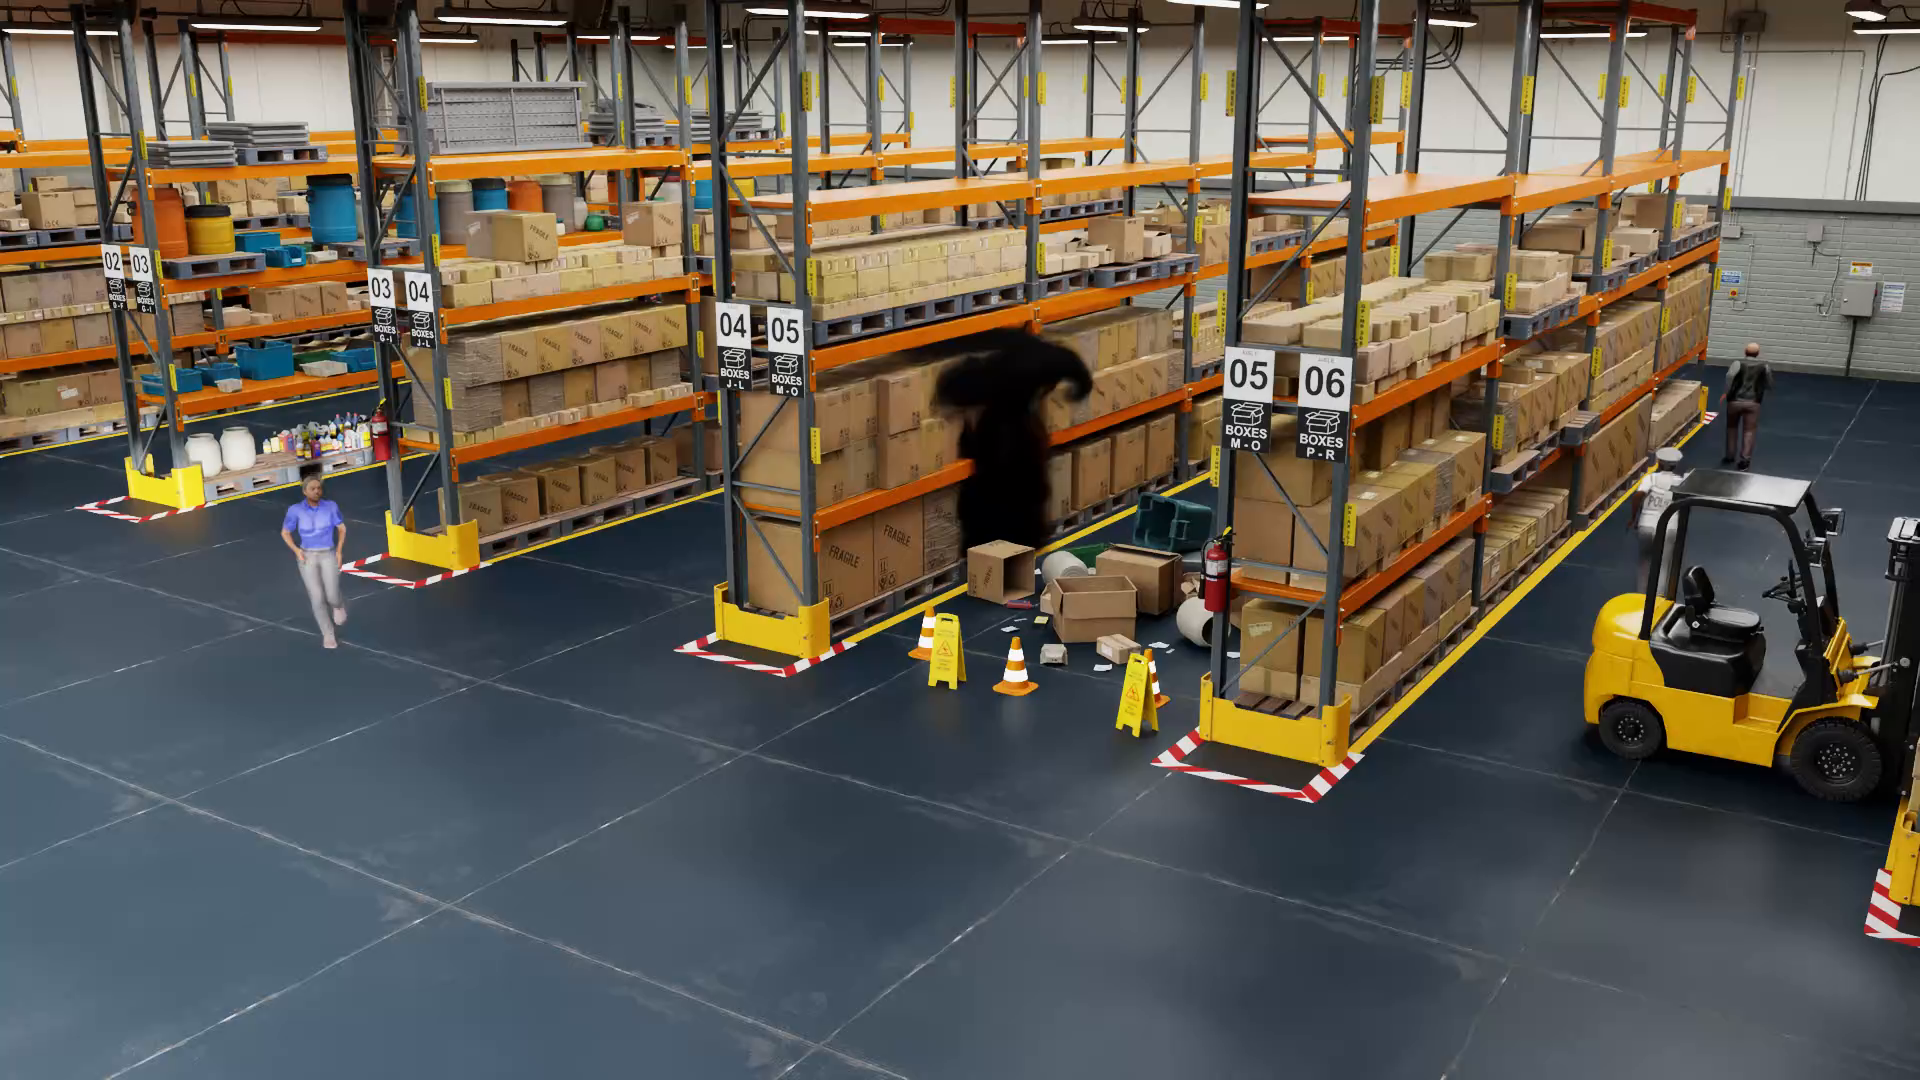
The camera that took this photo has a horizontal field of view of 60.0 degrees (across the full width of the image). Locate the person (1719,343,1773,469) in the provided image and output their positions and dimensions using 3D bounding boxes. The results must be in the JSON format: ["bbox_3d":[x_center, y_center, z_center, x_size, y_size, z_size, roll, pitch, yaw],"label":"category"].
[{"bbox_3d":[10.625,-1.805,22.518,0.655,1.685,0.988,6,17,21],"label":"person"}]

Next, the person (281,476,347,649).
[{"bbox_3d":[-6.027,0.185,15.581,0.570,1.630,0.616,-7,17,-22],"label":"person"}]

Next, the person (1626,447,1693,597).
[{"bbox_3d":[6.848,-0.050,16.342,0.573,1.654,0.955,8,17,26],"label":"person"}]
